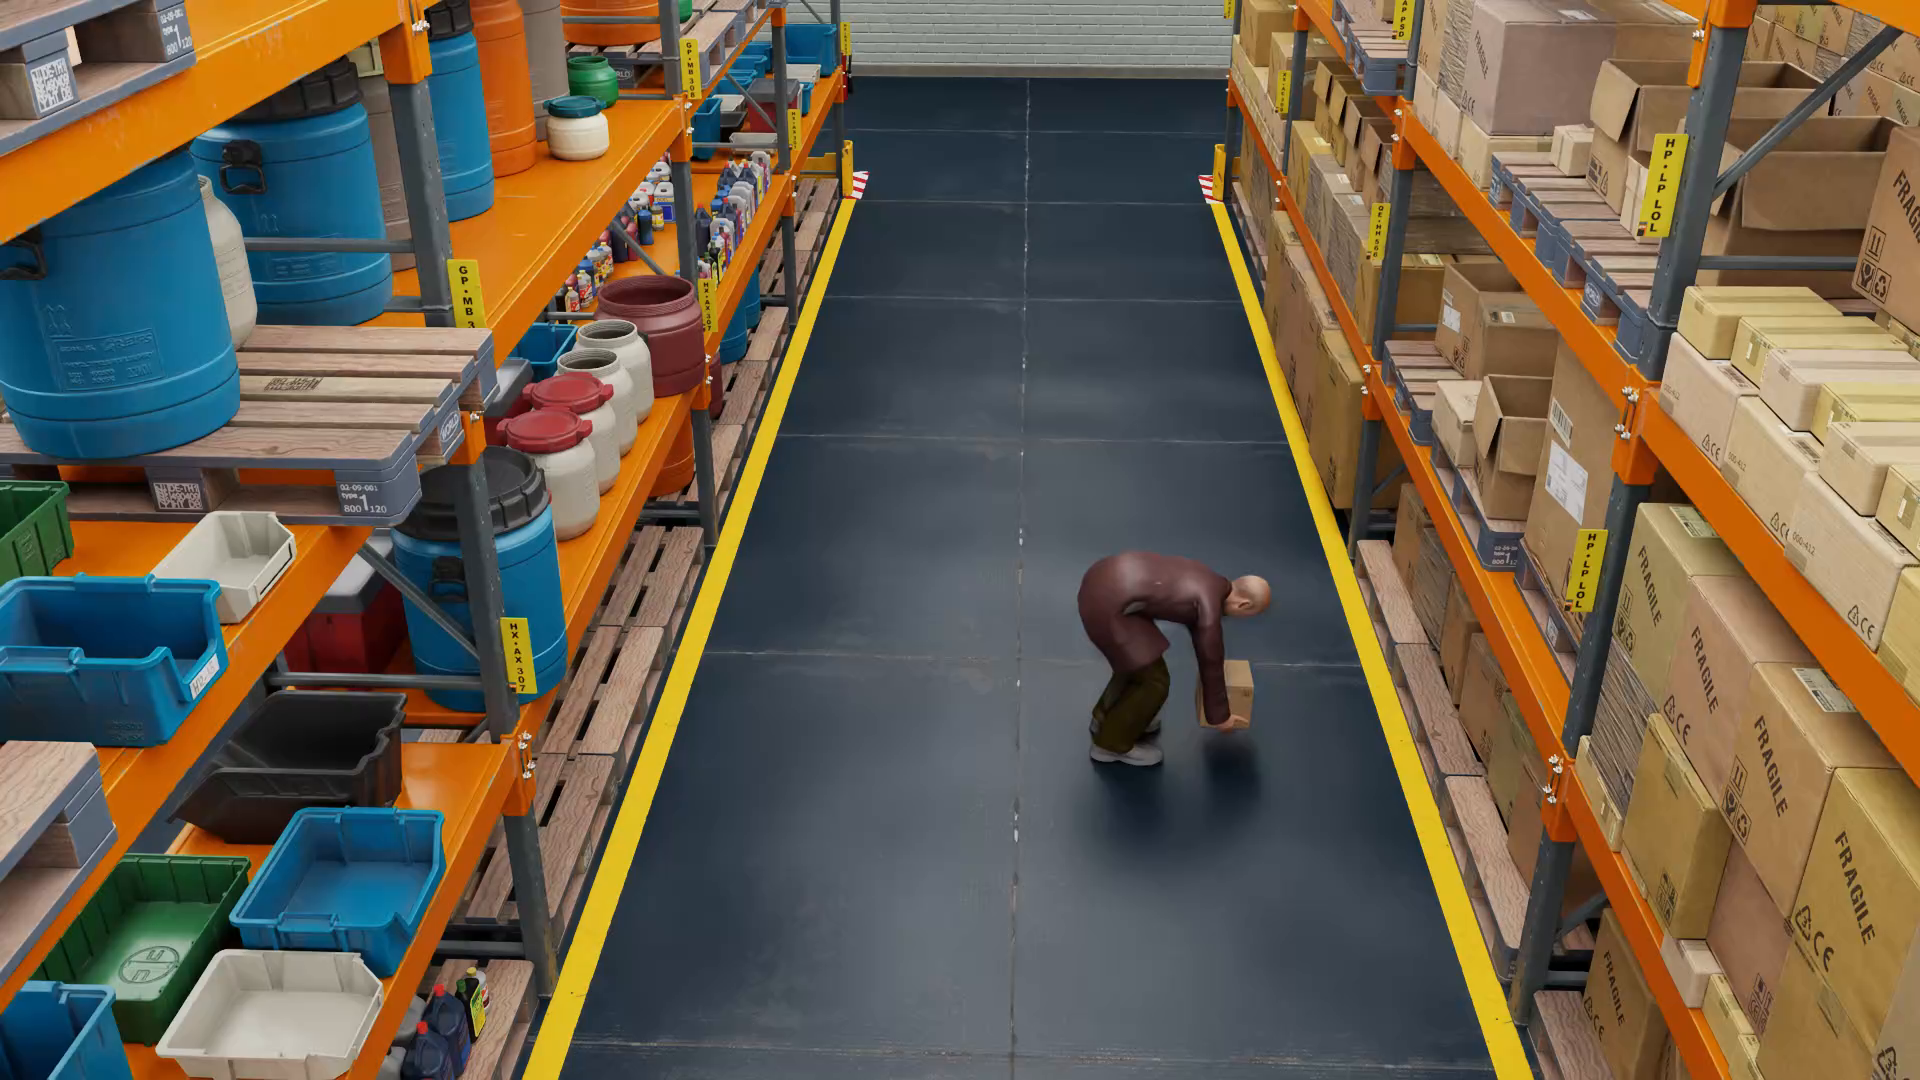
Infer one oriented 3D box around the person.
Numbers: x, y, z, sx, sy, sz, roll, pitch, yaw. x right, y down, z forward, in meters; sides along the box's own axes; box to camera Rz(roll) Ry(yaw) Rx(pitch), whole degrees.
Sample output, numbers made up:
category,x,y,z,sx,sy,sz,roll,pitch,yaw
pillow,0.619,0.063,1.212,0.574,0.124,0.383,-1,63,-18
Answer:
category,x,y,z,sx,sy,sz,roll,pitch,yaw
person,1.050,0.568,8.292,0.950,1.090,0.578,0,28,0
